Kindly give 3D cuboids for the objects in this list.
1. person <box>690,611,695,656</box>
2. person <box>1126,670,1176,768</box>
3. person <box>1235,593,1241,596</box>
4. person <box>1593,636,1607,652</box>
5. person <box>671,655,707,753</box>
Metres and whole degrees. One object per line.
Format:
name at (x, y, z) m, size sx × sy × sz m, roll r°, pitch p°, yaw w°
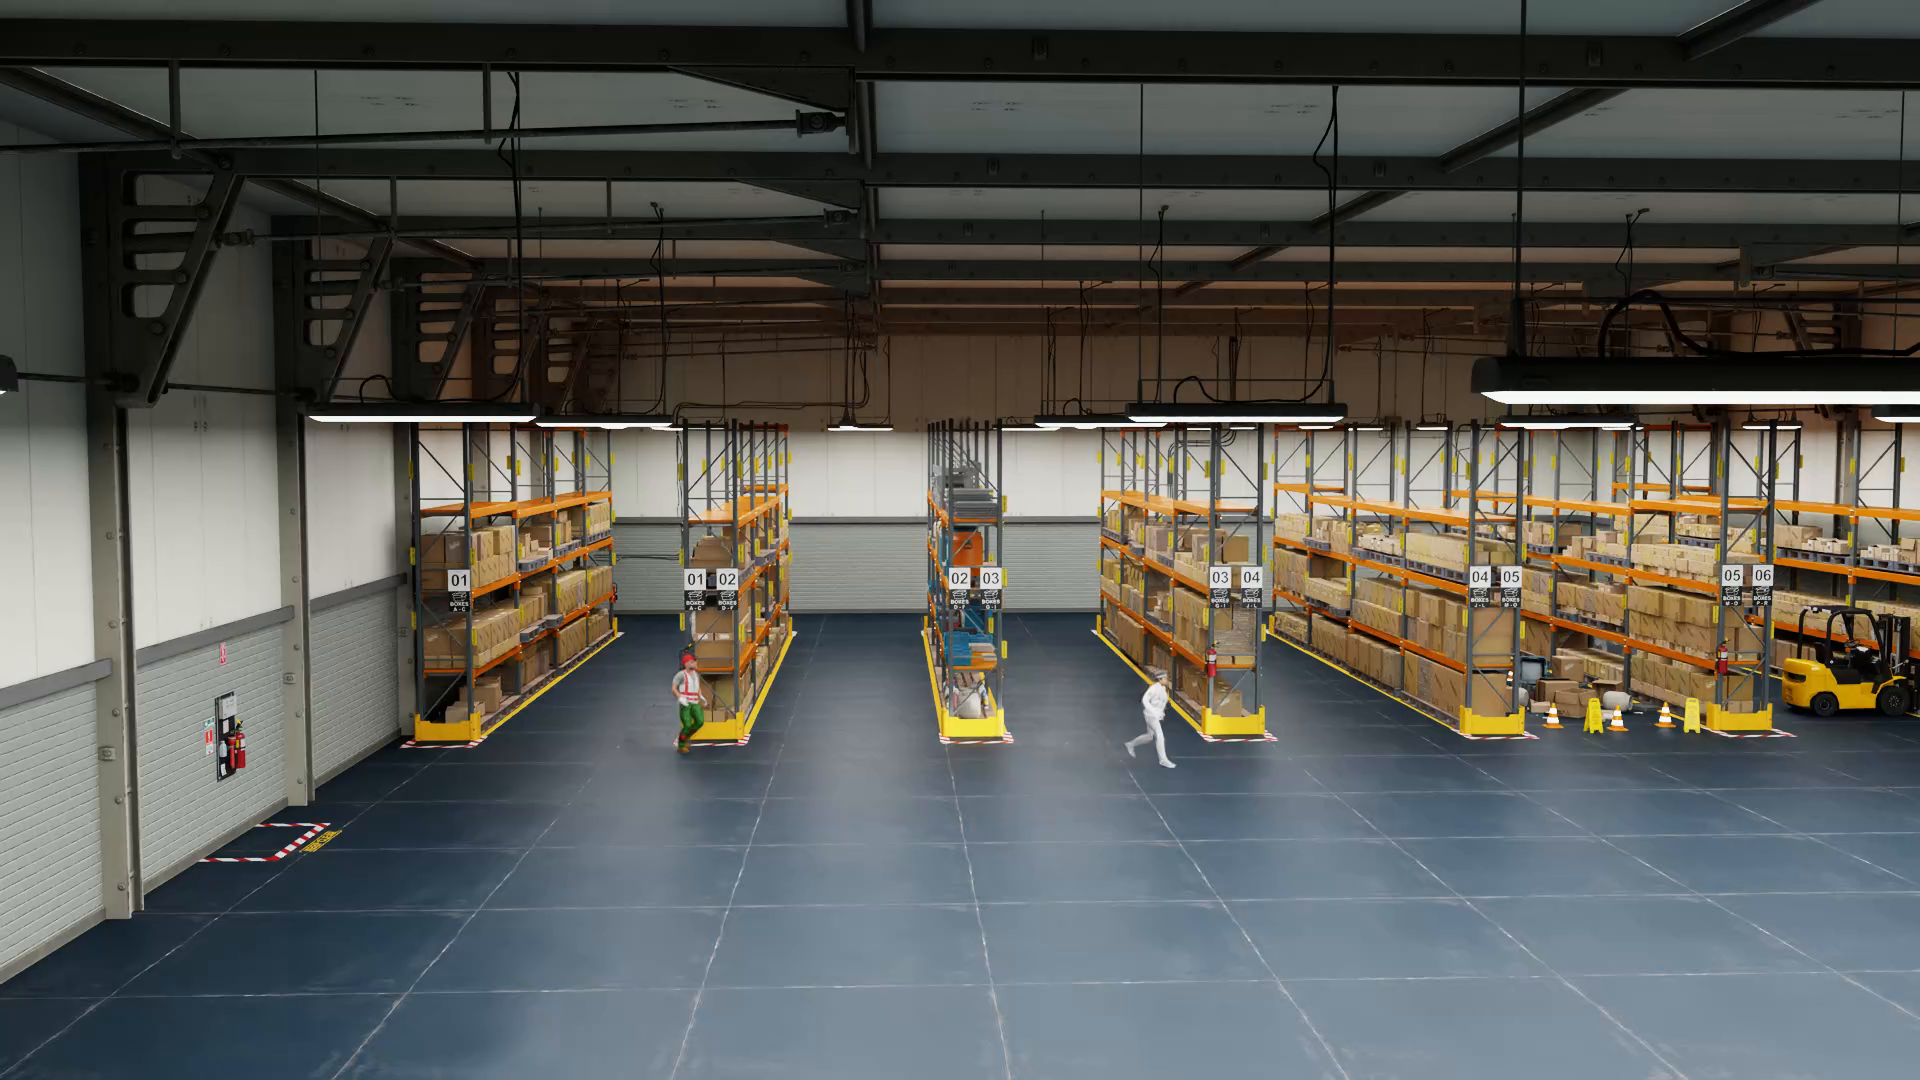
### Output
person at (-6.646, 2.124, 42.377) m, size 0.662 × 1.744 × 0.766 m, roll 0°, pitch 4°, yaw -3°
person at (3.276, 3.053, 28.638) m, size 0.931 × 1.674 × 0.620 m, roll 2°, pitch 4°, yaw 31°
person at (7.337, 2.043, 43.680) m, size 0.685 × 1.826 × 0.776 m, roll -1°, pitch 4°, yaw -9°
person at (16.536, 2.097, 43.033) m, size 0.672 × 1.759 × 0.629 m, roll 0°, pitch 4°, yaw -5°
person at (-4.838, 2.946, 29.920) m, size 0.535 × 1.726 × 0.714 m, roll 3°, pitch 5°, yaw 42°
